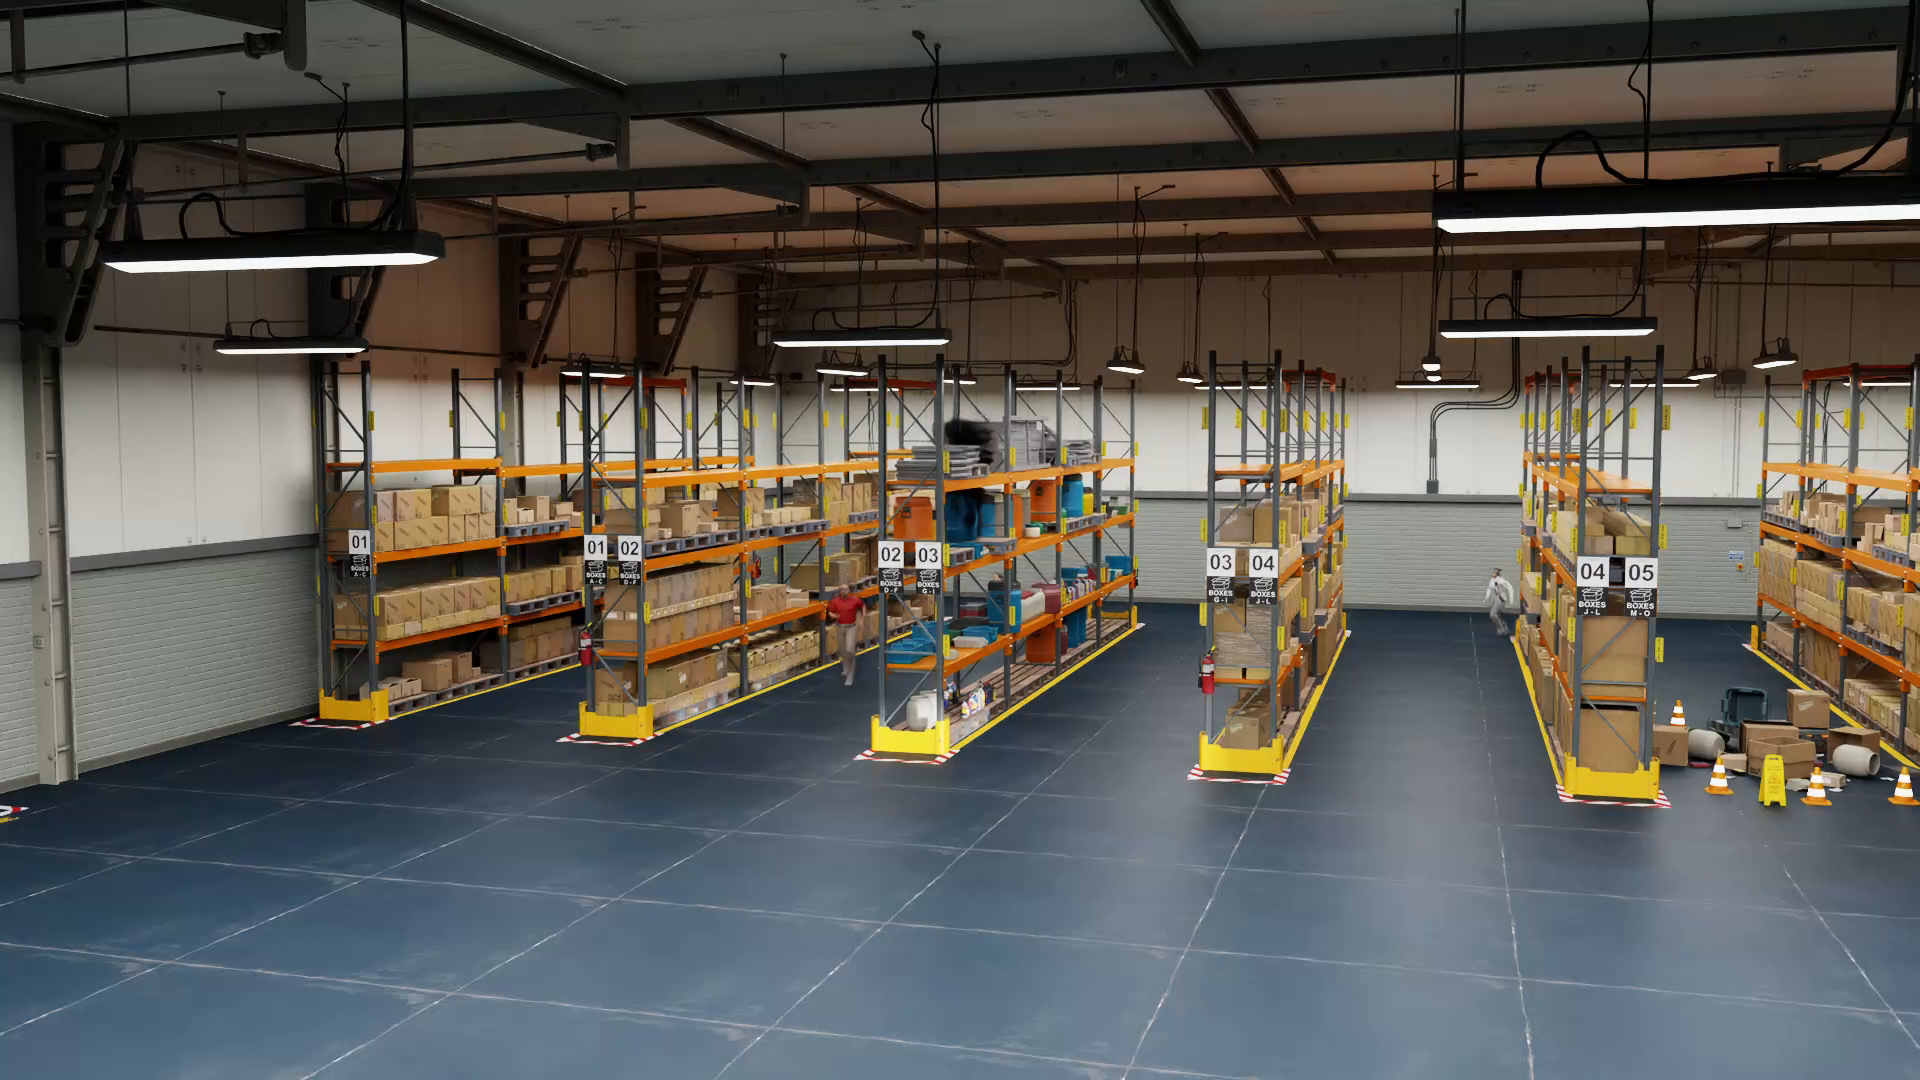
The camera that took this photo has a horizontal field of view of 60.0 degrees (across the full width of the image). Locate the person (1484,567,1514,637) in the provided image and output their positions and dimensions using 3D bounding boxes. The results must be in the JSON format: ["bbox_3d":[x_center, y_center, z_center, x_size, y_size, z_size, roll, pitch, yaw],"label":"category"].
[{"bbox_3d":[12.566,1.434,38.723,0.702,1.644,0.641,-1,4,-12],"label":"person"}]

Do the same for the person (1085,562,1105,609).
[{"bbox_3d":[3.459,1.274,42.082,0.813,1.475,0.594,4,5,41],"label":"person"}]

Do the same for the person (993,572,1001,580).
[{"bbox_3d":[0.826,1.551,36.667,0.555,1.683,0.675,2,5,27],"label":"person"}]

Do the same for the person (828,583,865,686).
[{"bbox_3d":[-2.094,1.723,30.431,0.620,1.859,0.826,1,4,11],"label":"person"}]
